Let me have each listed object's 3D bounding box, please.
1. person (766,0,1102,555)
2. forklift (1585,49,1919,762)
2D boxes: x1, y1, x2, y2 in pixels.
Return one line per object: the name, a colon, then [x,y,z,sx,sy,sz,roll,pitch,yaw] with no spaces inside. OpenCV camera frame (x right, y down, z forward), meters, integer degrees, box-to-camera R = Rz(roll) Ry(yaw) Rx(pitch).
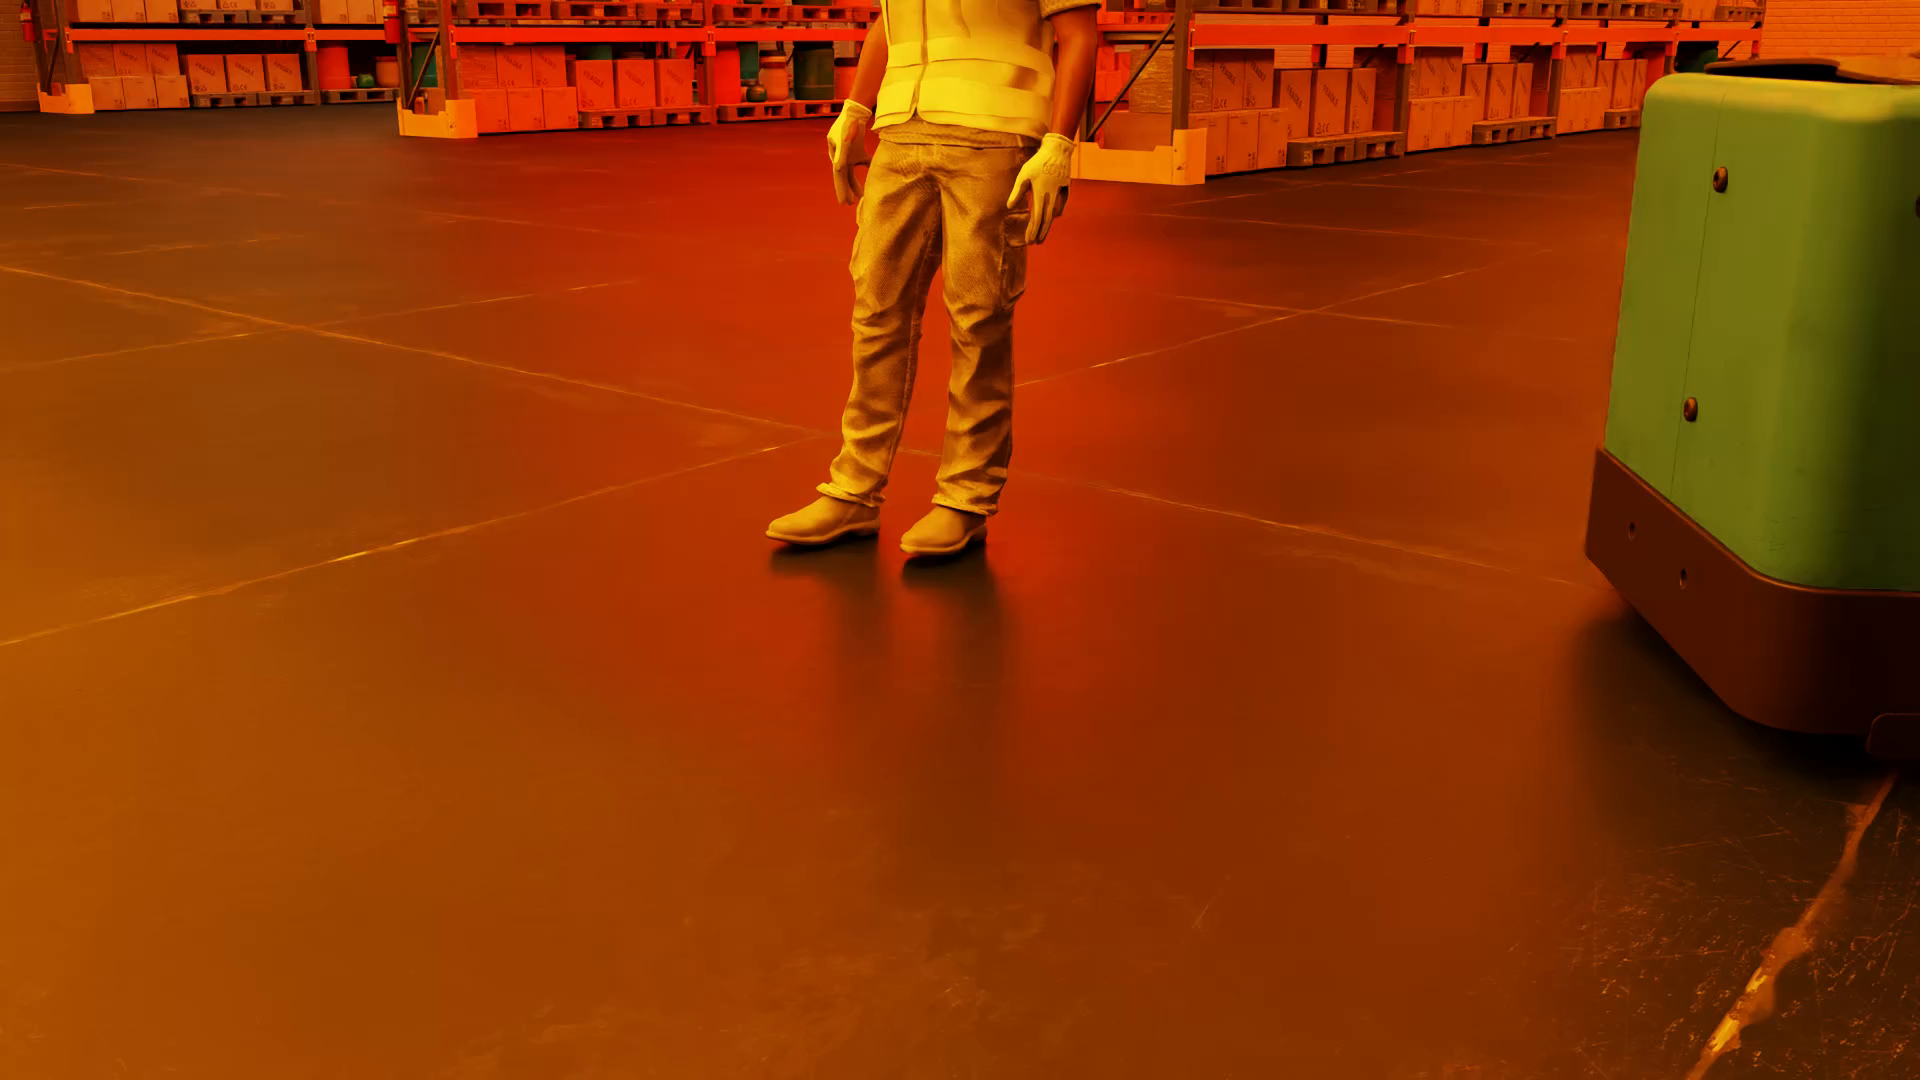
person: [-0.053,-0.846,3.634,0.656,1.782,0.577,13,21,37]
forklift: [2.824,-1.141,2.655,3.031,2.935,1.130,1,17,4]
